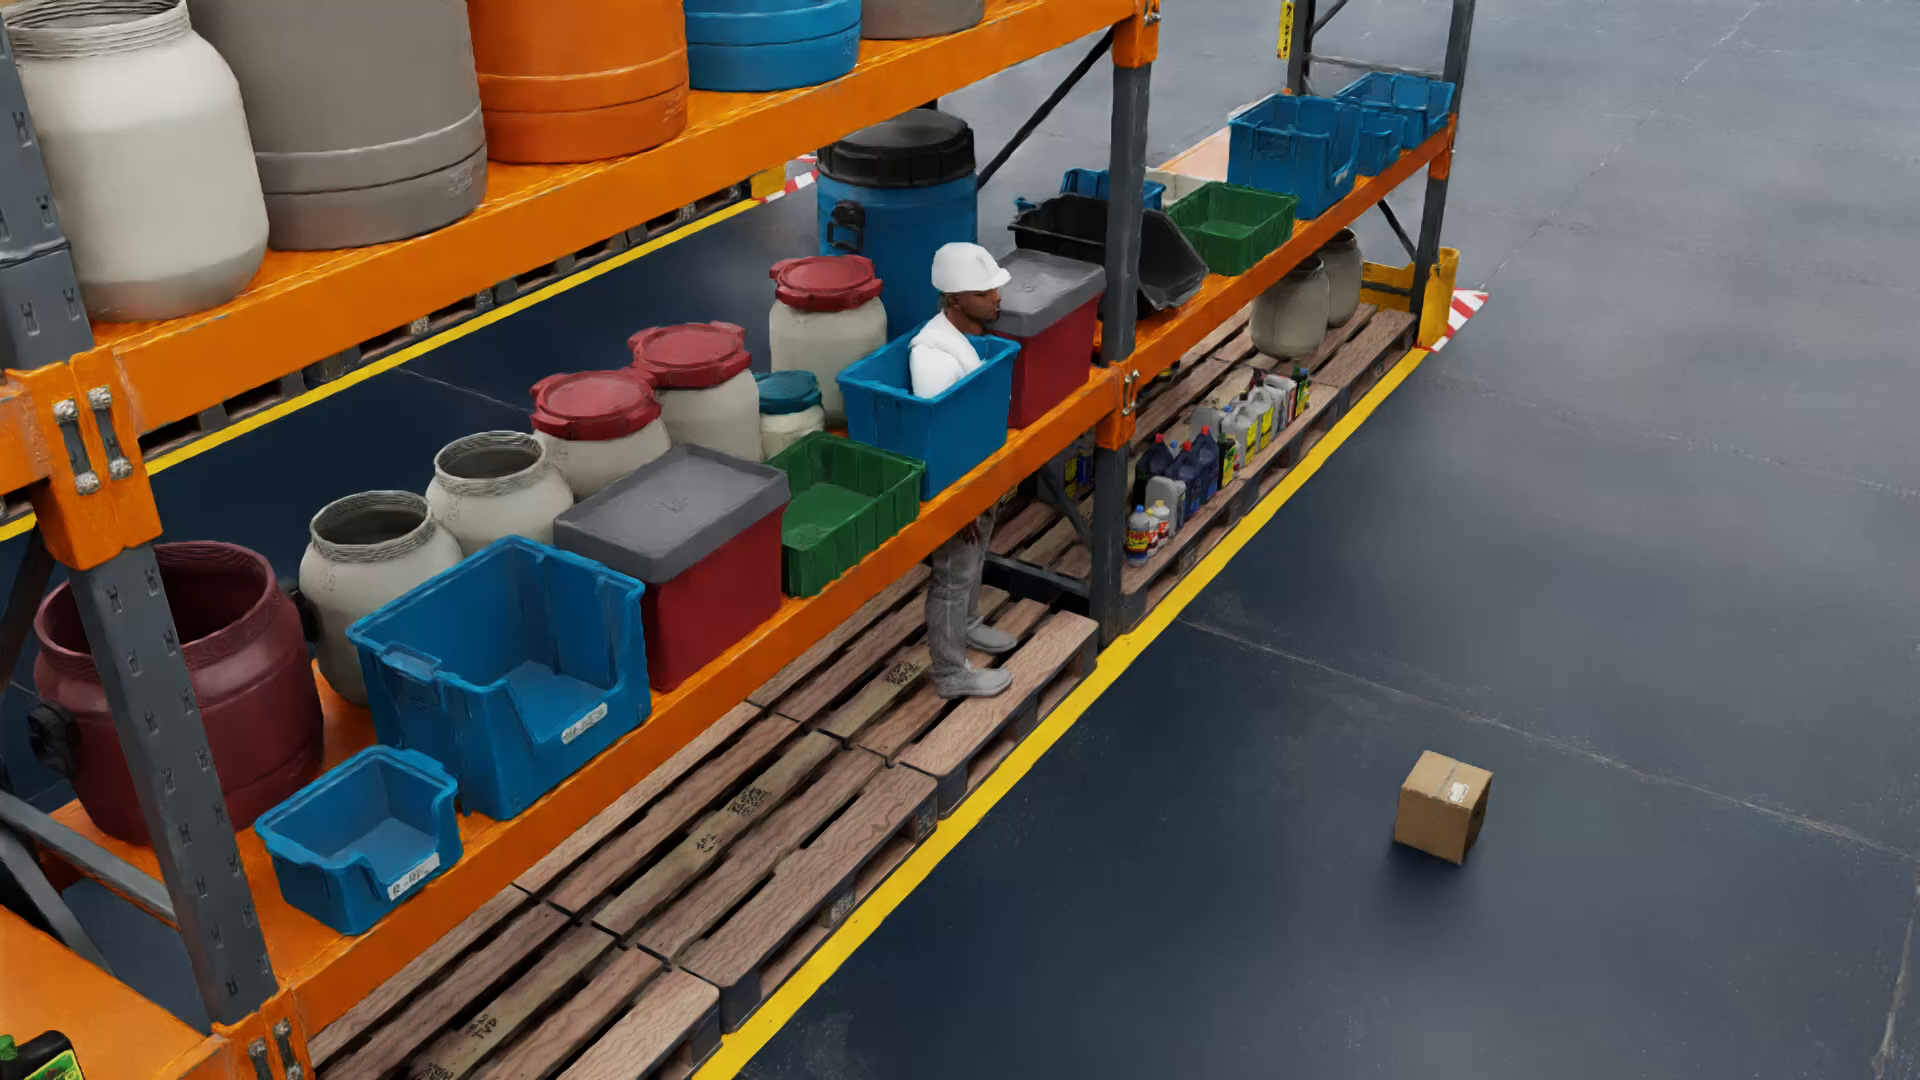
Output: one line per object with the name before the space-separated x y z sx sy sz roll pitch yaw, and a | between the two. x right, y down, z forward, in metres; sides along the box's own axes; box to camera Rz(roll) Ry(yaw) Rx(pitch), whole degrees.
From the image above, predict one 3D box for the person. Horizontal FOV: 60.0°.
person | 0.033 -0.260 6.099 0.422 1.766 0.579 16 34 25
